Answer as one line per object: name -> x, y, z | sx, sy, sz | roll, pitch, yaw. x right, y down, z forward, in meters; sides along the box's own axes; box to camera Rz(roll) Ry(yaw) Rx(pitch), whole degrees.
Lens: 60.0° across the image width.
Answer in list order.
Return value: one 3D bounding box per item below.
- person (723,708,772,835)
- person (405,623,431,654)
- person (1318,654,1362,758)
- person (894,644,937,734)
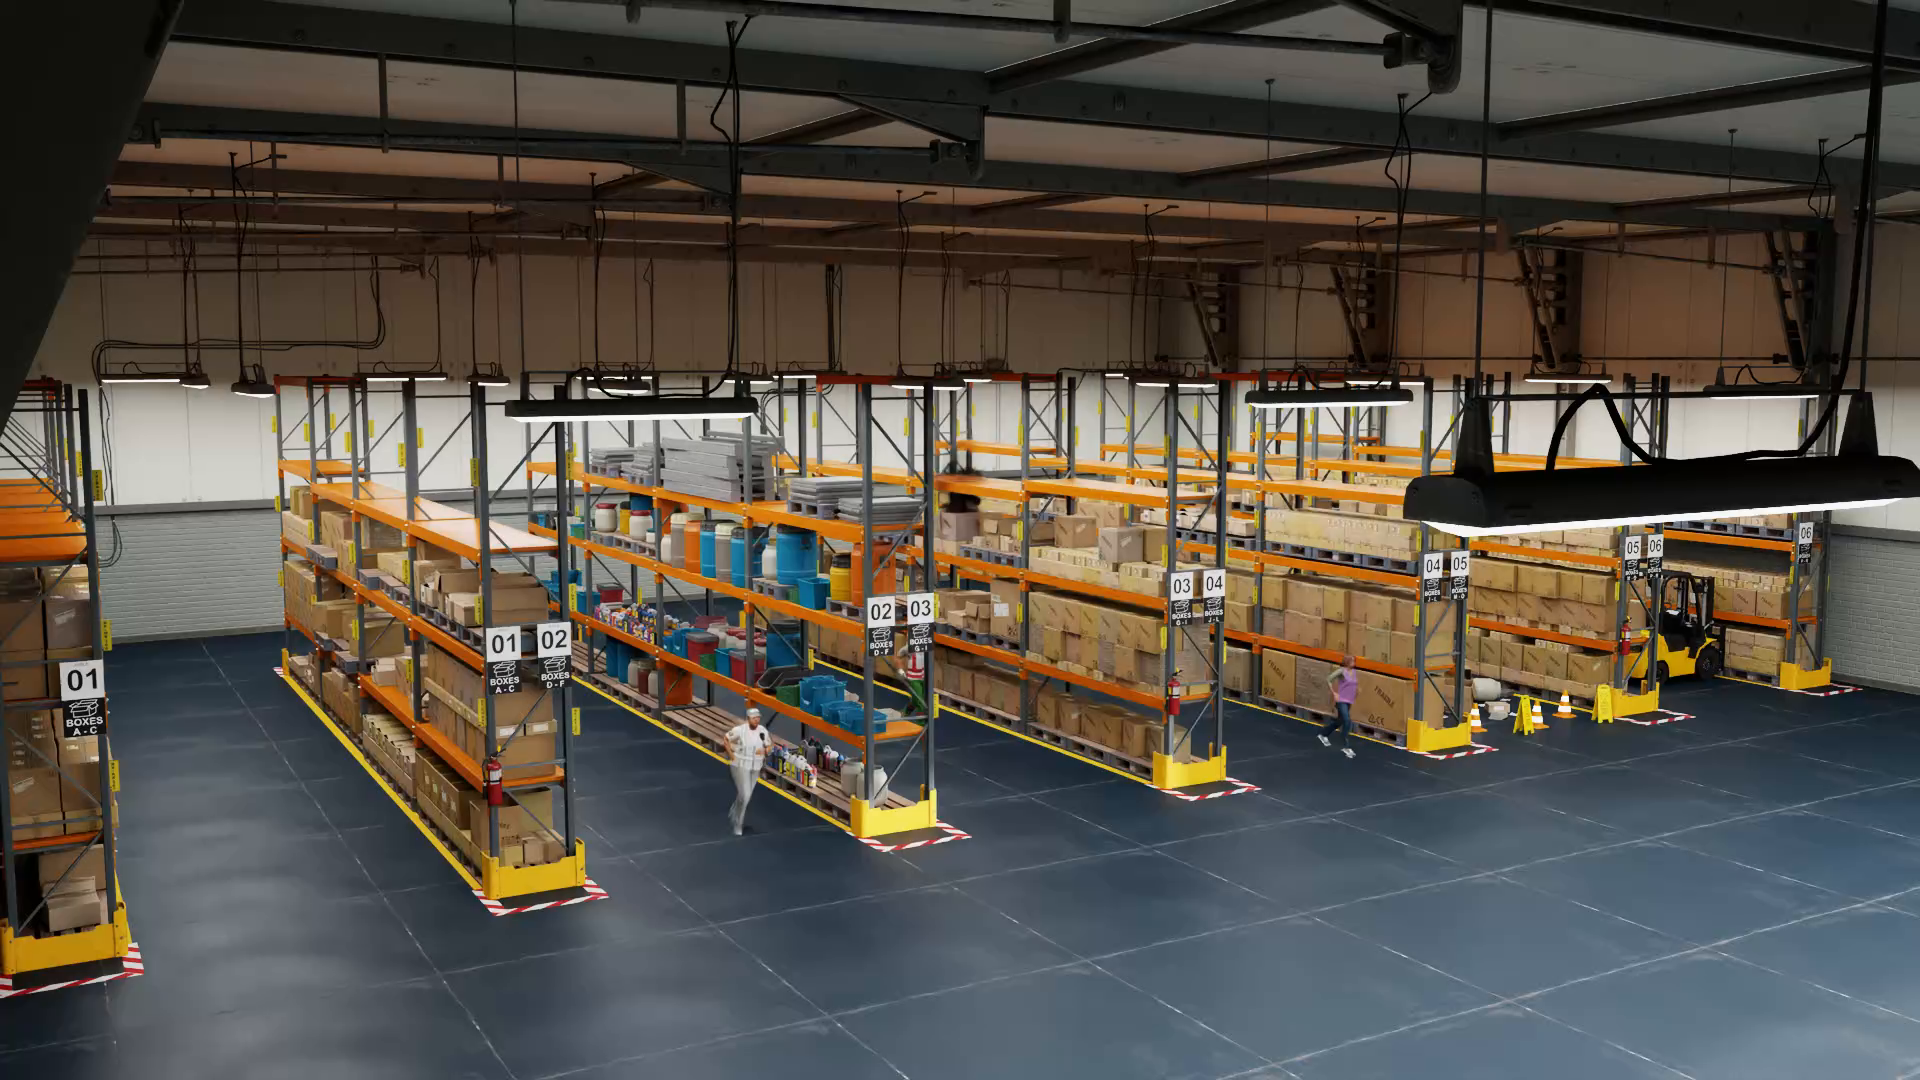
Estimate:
person -> -2.858, 3.093, 22.386 | 0.595, 1.718, 0.677 | -4, 8, -35
person -> -10.811, 1.809, 33.342 | 0.677, 1.819, 0.864 | -5, 8, -36
person -> 6.167, 2.623, 26.776 | 0.568, 1.599, 0.826 | -5, 8, -41
person -> -0.722, 2.343, 28.069 | 0.661, 1.769, 0.993 | -5, 8, -38
